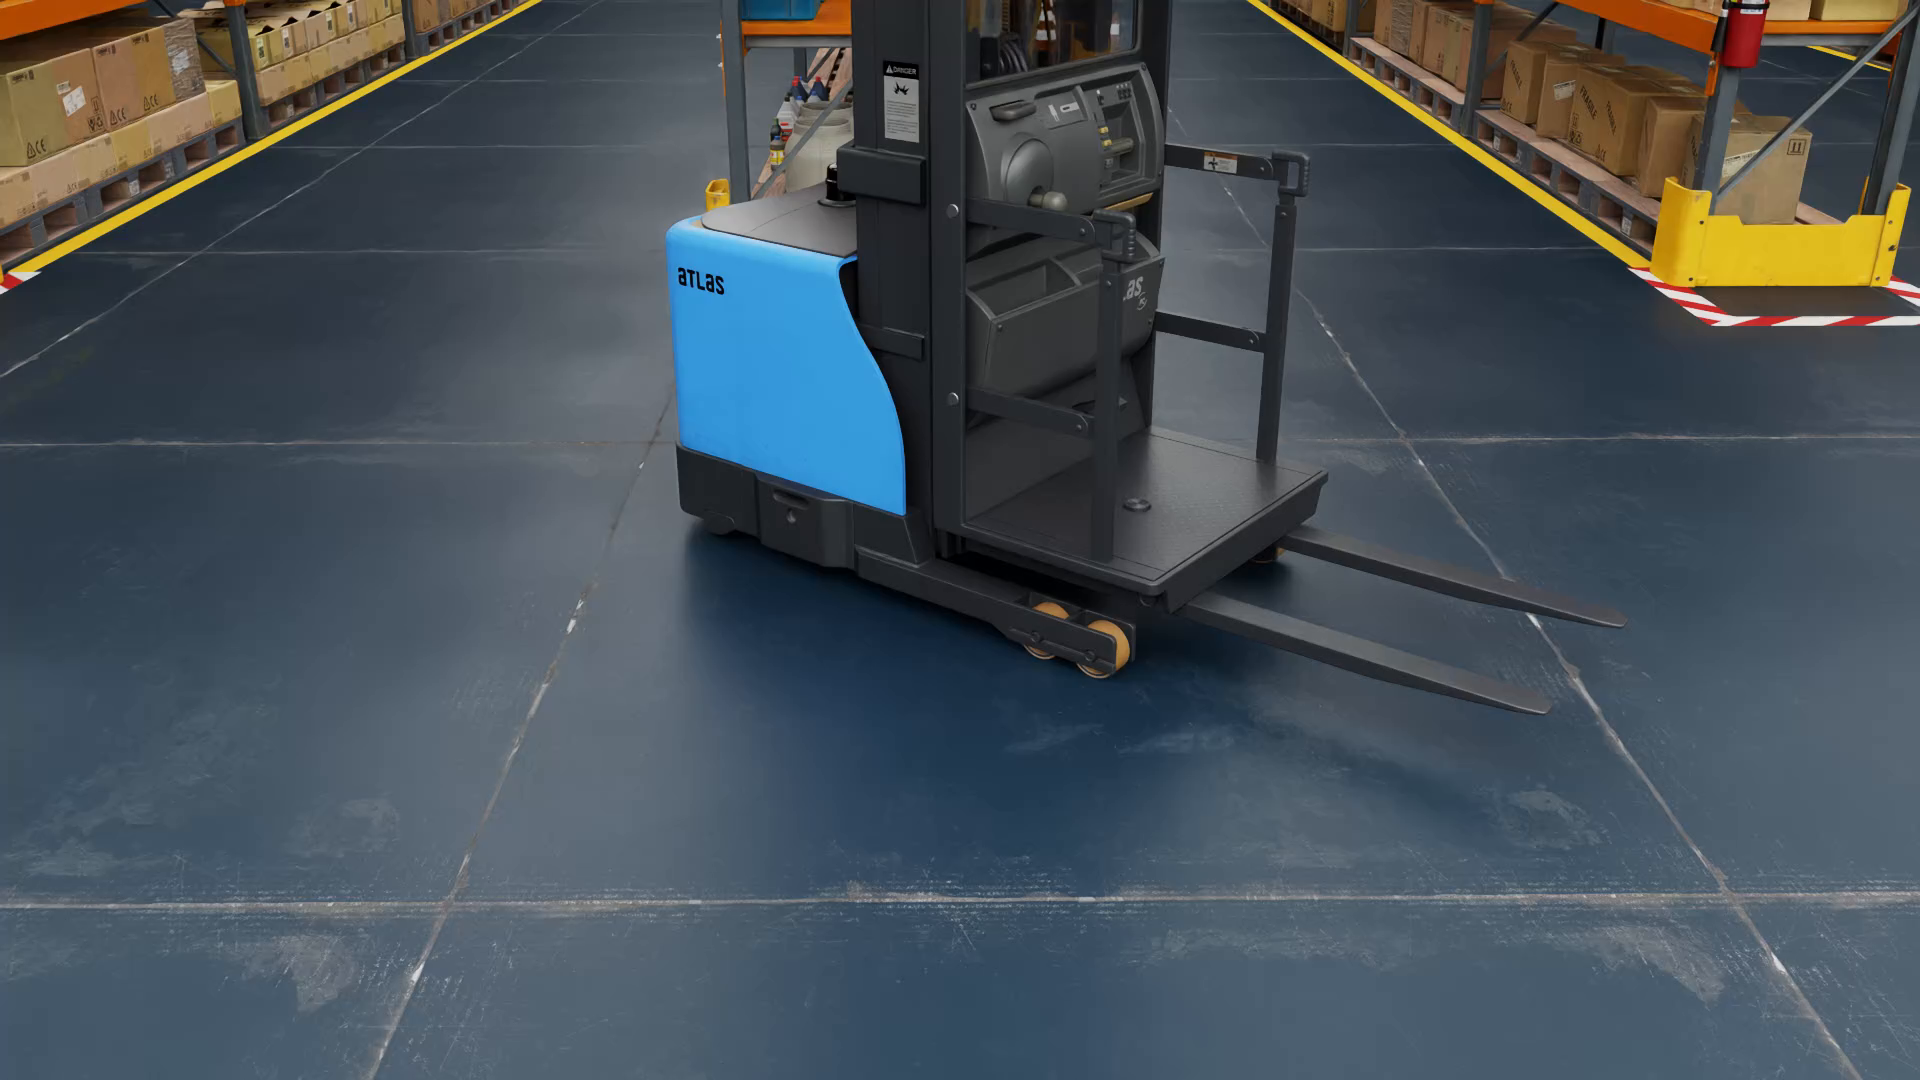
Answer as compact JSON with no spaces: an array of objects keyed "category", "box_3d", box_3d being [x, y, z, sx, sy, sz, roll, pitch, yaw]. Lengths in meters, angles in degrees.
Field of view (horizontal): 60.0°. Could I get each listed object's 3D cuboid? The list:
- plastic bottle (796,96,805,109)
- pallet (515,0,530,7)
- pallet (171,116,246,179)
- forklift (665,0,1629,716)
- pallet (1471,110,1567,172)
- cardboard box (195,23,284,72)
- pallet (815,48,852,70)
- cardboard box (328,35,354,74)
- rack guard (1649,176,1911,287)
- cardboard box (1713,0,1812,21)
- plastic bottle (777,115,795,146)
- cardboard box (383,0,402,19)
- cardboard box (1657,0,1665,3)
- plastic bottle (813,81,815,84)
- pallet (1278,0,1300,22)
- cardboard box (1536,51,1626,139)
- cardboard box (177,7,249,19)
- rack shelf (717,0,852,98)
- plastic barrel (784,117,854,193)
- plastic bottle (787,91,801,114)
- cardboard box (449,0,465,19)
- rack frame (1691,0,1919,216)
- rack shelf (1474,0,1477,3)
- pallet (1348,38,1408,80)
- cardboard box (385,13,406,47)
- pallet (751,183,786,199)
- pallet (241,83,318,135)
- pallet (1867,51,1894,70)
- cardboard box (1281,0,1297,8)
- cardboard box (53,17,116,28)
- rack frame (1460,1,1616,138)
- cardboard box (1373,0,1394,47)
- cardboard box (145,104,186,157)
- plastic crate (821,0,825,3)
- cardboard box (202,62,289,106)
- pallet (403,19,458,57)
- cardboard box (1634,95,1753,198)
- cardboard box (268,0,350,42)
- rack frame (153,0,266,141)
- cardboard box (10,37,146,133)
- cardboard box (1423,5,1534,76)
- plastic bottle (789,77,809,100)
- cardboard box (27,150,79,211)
[{"category":"plastic bottle","box_3d":[-1.073,-2.839,11.164,0.097,0.271,0.097,0,24,0]},{"category":"pallet","box_3d":[-5.755,-6.642,20.180,1.003,0.211,1.213,0,24,-1]},{"category":"pallet","box_3d":[-5.694,-2.735,11.541,1.003,0.211,1.213,0,24,-1]},{"category":"forklift","box_3d":[0.494,-1.179,4.800,3.031,2.935,1.130,18,30,34]},{"category":"pallet","box_3d":[4.288,-2.829,11.750,1.003,0.211,1.213,0,24,-1]},{"category":"cardboard box","box_3d":[-5.416,-3.699,12.435,0.500,0.311,0.500,0,24,0]},{"category":"pallet","box_3d":[-0.782,-4.412,15.250,1.003,0.211,1.213,0,24,-1]},{"category":"cardboard box","box_3d":[-5.435,-4.073,13.942,0.500,0.250,0.500,0,24,0]},{"category":"rack guard","box_3d":[4.288,-1.621,8.726,1.175,0.500,0.348,0,24,-1]},{"category":"cardboard box","box_3d":[4.079,-2.730,8.451,0.380,0.149,0.250,0,24,-1]},{"category":"plastic bottle","box_3d":[-1.098,-2.524,10.462,0.152,0.276,0.135,0,24,0]},{"category":"cardboard box","box_3d":[-5.452,-4.961,15.225,0.500,0.311,0.500,0,24,1]},{"category":"cardboard box","box_3d":[4.036,-3.039,9.134,0.380,0.149,0.250,0,24,-1]},{"category":"plastic bottle","box_3d":[-1.005,-3.051,11.619,0.061,0.283,0.133,0,24,-1]},{"category":"pallet","box_3d":[4.242,-6.085,18.948,1.003,0.211,1.213,0,24,-1]},{"category":"cardboard box","box_3d":[4.223,-3.028,11.328,0.500,0.500,0.500,8,25,16]},{"category":"cardboard box","box_3d":[-5.967,-4.113,13.351,0.500,0.311,0.500,0,24,-1]},{"category":"rack shelf","box_3d":[-0.686,-3.202,10.063,1.077,0.370,4.000,0,24,-1]},{"category":"plastic barrel","box_3d":[-0.748,-2.035,9.118,0.421,0.512,0.421,0,24,0]},{"category":"plastic bottle","box_3d":[-1.107,-2.760,10.894,0.144,0.351,0.185,0,24,-1]},{"category":"cardboard box","box_3d":[-5.435,-5.654,17.112,0.500,0.500,0.500,-1,24,-1]},{"category":"rack frame","box_3d":[4.289,-2.728,8.142,1.000,3.000,0.127,0,24,-1]},{"category":"rack shelf","box_3d":[4.223,-4.873,13.757,1.077,0.370,4.000,0,24,-1]},{"category":"pallet","box_3d":[4.208,-4.432,15.293,1.003,0.211,1.213,0,24,-1]},{"category":"cardboard box","box_3d":[-5.455,-4.704,15.339,0.500,0.250,0.500,0,24,1]},{"category":"pallet","box_3d":[-0.715,-1.801,9.476,1.003,0.211,1.213,0,24,-1]},{"category":"pallet","box_3d":[-5.708,-3.366,12.937,1.003,0.211,1.213,0,24,-1]},{"category":"pallet","box_3d":[9.095,-4.410,15.244,1.003,0.211,1.213,0,24,-1]},{"category":"cardboard box","box_3d":[4.195,-6.264,18.029,1.225,0.875,0.875,-1,24,-2]},{"category":"cardboard box","box_3d":[-5.955,-3.215,11.136,0.500,0.500,0.500,0,24,-1]},{"category":"rack frame","box_3d":[4.245,-4.376,11.786,1.000,3.000,0.127,0,24,-1]},{"category":"cardboard box","box_3d":[4.229,-4.810,15.245,0.700,0.500,0.500,-2,24,-3]},{"category":"cardboard box","box_3d":[-5.421,-2.670,10.840,0.500,0.250,0.500,0,24,-1]},{"category":"plastic crate","box_3d":[-0.970,-3.111,9.168,0.499,0.251,0.408,0,24,-1]},{"category":"cardboard box","box_3d":[-5.417,-3.439,12.541,0.500,0.250,0.500,-1,24,-2]},{"category":"pallet","box_3d":[-5.675,-5.019,16.591,1.003,0.211,1.213,0,24,-1]},{"category":"cardboard box","box_3d":[4.258,-2.284,9.684,0.500,0.500,0.500,6,25,13]},{"category":"cardboard box","box_3d":[-5.434,-4.332,13.836,0.500,0.311,0.500,0,24,1]},{"category":"rack frame","box_3d":[-5.661,-4.333,11.691,1.000,3.000,0.127,0,24,-1]},{"category":"cardboard box","box_3d":[-5.414,-2.805,10.230,0.500,0.500,0.500,0,24,-1]},{"category":"cardboard box","box_3d":[4.267,-4.118,13.715,0.700,0.500,0.500,-2,24,-5]},{"category":"plastic bottle","box_3d":[-1.114,-3.013,11.453,0.144,0.351,0.185,0,24,1]},{"category":"cardboard box","box_3d":[-5.410,-2.052,9.473,0.500,0.250,0.500,0,24,-1]}]
